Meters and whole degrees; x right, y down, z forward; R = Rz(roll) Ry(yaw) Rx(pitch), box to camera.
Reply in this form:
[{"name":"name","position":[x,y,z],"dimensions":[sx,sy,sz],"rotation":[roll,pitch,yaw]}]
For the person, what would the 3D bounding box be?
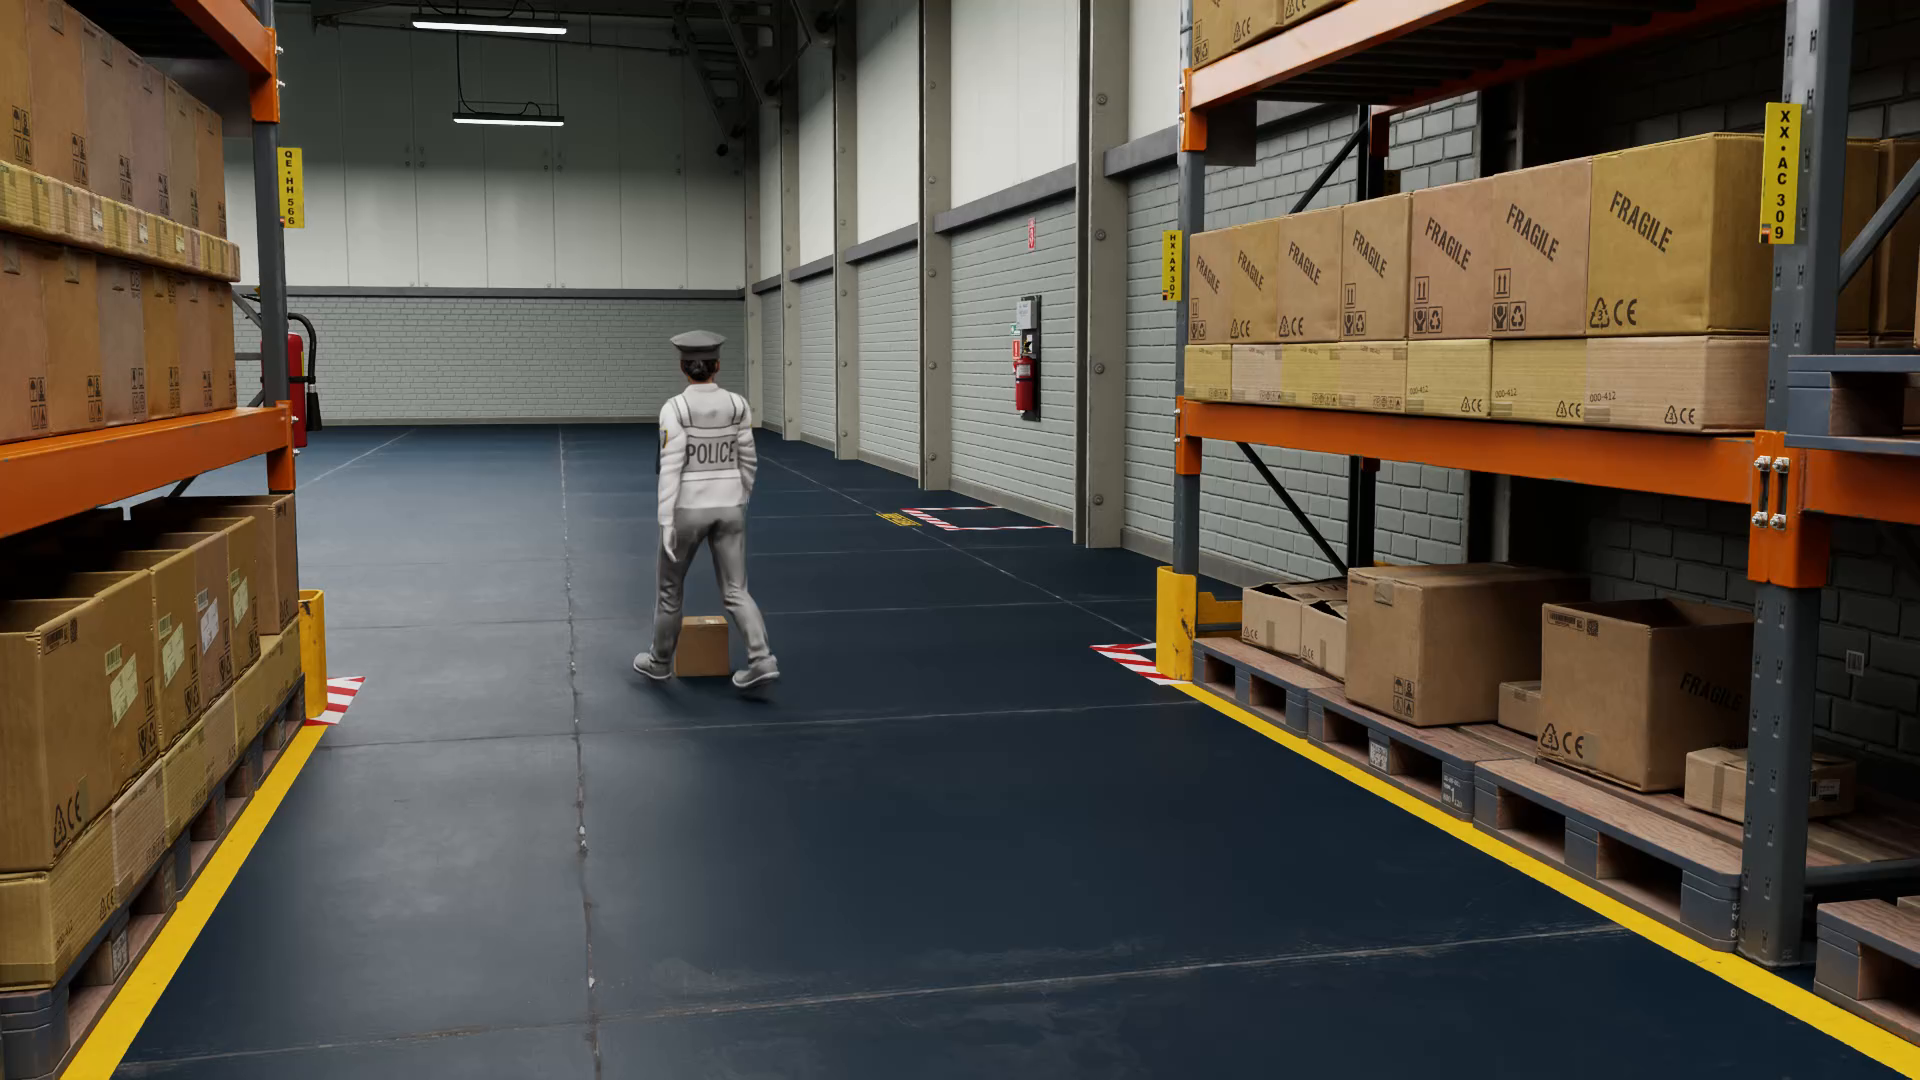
[{"name":"person","position":[-1.174,-0.133,7.512],"dimensions":[0.512,1.619,0.988],"rotation":[-4,7,-30]}]
